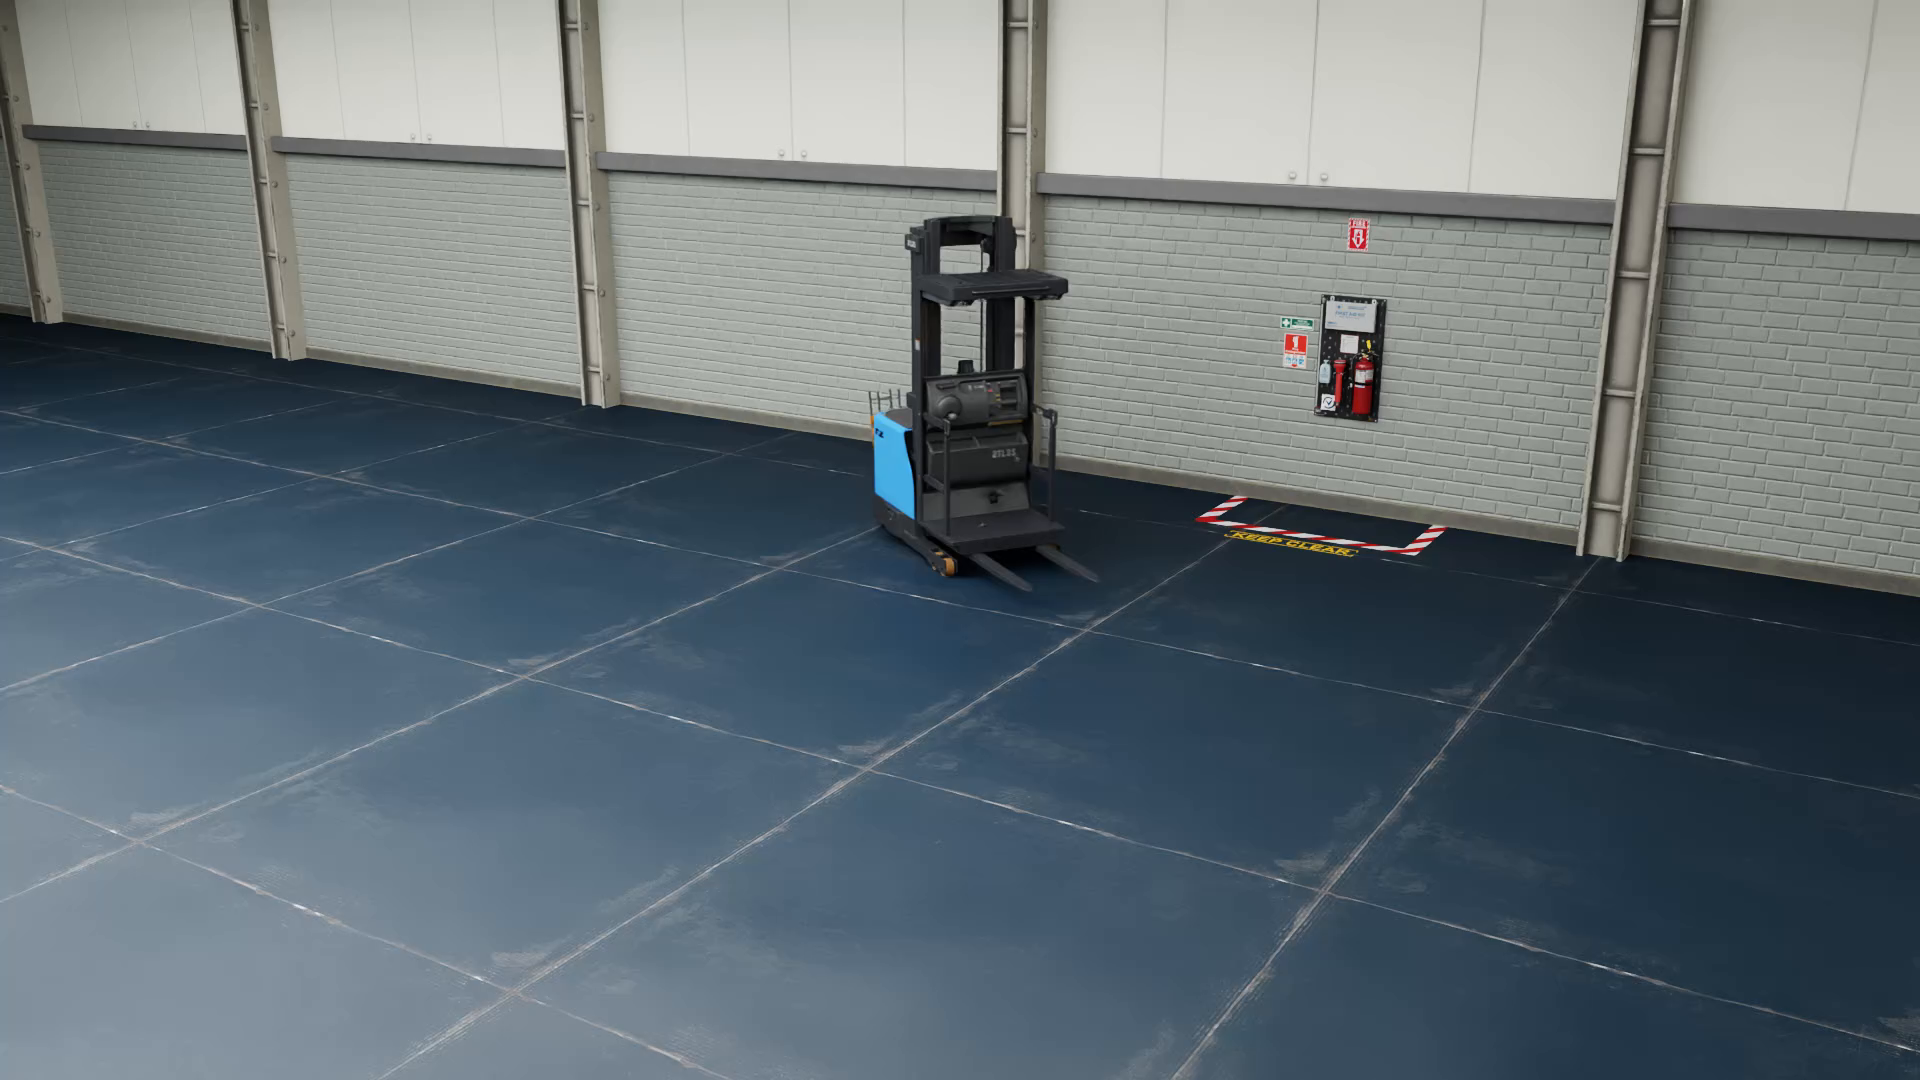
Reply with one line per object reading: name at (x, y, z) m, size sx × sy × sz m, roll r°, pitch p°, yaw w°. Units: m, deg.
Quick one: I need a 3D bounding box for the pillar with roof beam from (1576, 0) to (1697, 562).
pillar with roof beam at (3.483, -3.115, 10.023) m, size 0.400 × 9.000 × 9.100 m, roll 10°, pitch 20°, yaw 30°

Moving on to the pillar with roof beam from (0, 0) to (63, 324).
pillar with roof beam at (-16.968, -6.766, 22.041) m, size 0.400 × 9.000 × 9.100 m, roll 10°, pitch 20°, yaw 30°

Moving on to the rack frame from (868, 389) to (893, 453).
rack frame at (-0.719, -0.845, 15.992) m, size 0.240 × 1.200 × 0.006 m, roll -9°, pitch 10°, yaw -28°

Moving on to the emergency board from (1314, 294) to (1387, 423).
emergency board at (3.650, -1.696, 15.674) m, size 0.643 × 1.169 × 0.194 m, roll 10°, pitch 20°, yaw 30°

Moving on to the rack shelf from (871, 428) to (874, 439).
rack shelf at (-0.691, -1.029, 15.884) m, size 0.258 × 0.103 × 0.180 m, roll -9°, pitch 10°, yaw -28°

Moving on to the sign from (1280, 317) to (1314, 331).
sign at (3.232, -2.074, 15.943) m, size 0.331 × 0.109 × 0.001 m, roll 10°, pitch 20°, yaw 30°

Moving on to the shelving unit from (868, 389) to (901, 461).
shelving unit at (-0.675, -0.837, 15.913) m, size 0.258 × 1.200 × 0.189 m, roll -9°, pitch 10°, yaw -28°

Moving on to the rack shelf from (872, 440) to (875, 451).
rack shelf at (-0.681, -0.911, 15.902) m, size 0.258 × 0.103 × 0.180 m, roll -9°, pitch 10°, yaw -28°

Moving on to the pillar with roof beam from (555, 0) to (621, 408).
pillar with roof beam at (-6.743, -4.941, 16.032) m, size 0.400 × 9.000 × 9.100 m, roll 10°, pitch 20°, yaw 30°

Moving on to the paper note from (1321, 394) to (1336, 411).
paper note at (3.535, -1.319, 15.947) m, size 0.142 × 0.148 × 0.016 m, roll 10°, pitch 20°, yaw 30°

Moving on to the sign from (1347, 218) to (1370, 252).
sign at (3.695, -2.832, 15.422) m, size 0.199 × 0.298 × 0.001 m, roll 10°, pitch 20°, yaw 30°

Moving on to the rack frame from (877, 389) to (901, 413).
rack frame at (-0.631, -0.828, 15.833) m, size 0.240 × 1.200 × 0.006 m, roll -9°, pitch 10°, yaw -28°

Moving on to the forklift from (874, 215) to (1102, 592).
forklift at (0.236, -1.228, 14.248) m, size 1.130 × 2.935 × 3.031 m, roll -7°, pitch 18°, yaw -22°

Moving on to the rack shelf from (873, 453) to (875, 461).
rack shelf at (-0.671, -0.793, 15.919) m, size 0.258 × 0.103 × 0.180 m, roll -9°, pitch 10°, yaw -28°

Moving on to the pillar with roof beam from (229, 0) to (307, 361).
pillar with roof beam at (-11.856, -5.853, 19.037) m, size 0.400 × 9.000 × 9.100 m, roll 10°, pitch 20°, yaw 30°

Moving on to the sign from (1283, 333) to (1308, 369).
sign at (3.233, -1.823, 16.030) m, size 0.234 × 0.329 × 0.001 m, roll 10°, pitch 20°, yaw 30°

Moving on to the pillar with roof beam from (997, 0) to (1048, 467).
pillar with roof beam at (-1.630, -4.028, 13.028) m, size 0.400 × 9.000 × 9.100 m, roll 10°, pitch 20°, yaw 30°

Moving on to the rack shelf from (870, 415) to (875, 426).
rack shelf at (-0.701, -1.148, 15.866) m, size 0.258 × 0.103 × 0.180 m, roll -9°, pitch 10°, yaw -28°
